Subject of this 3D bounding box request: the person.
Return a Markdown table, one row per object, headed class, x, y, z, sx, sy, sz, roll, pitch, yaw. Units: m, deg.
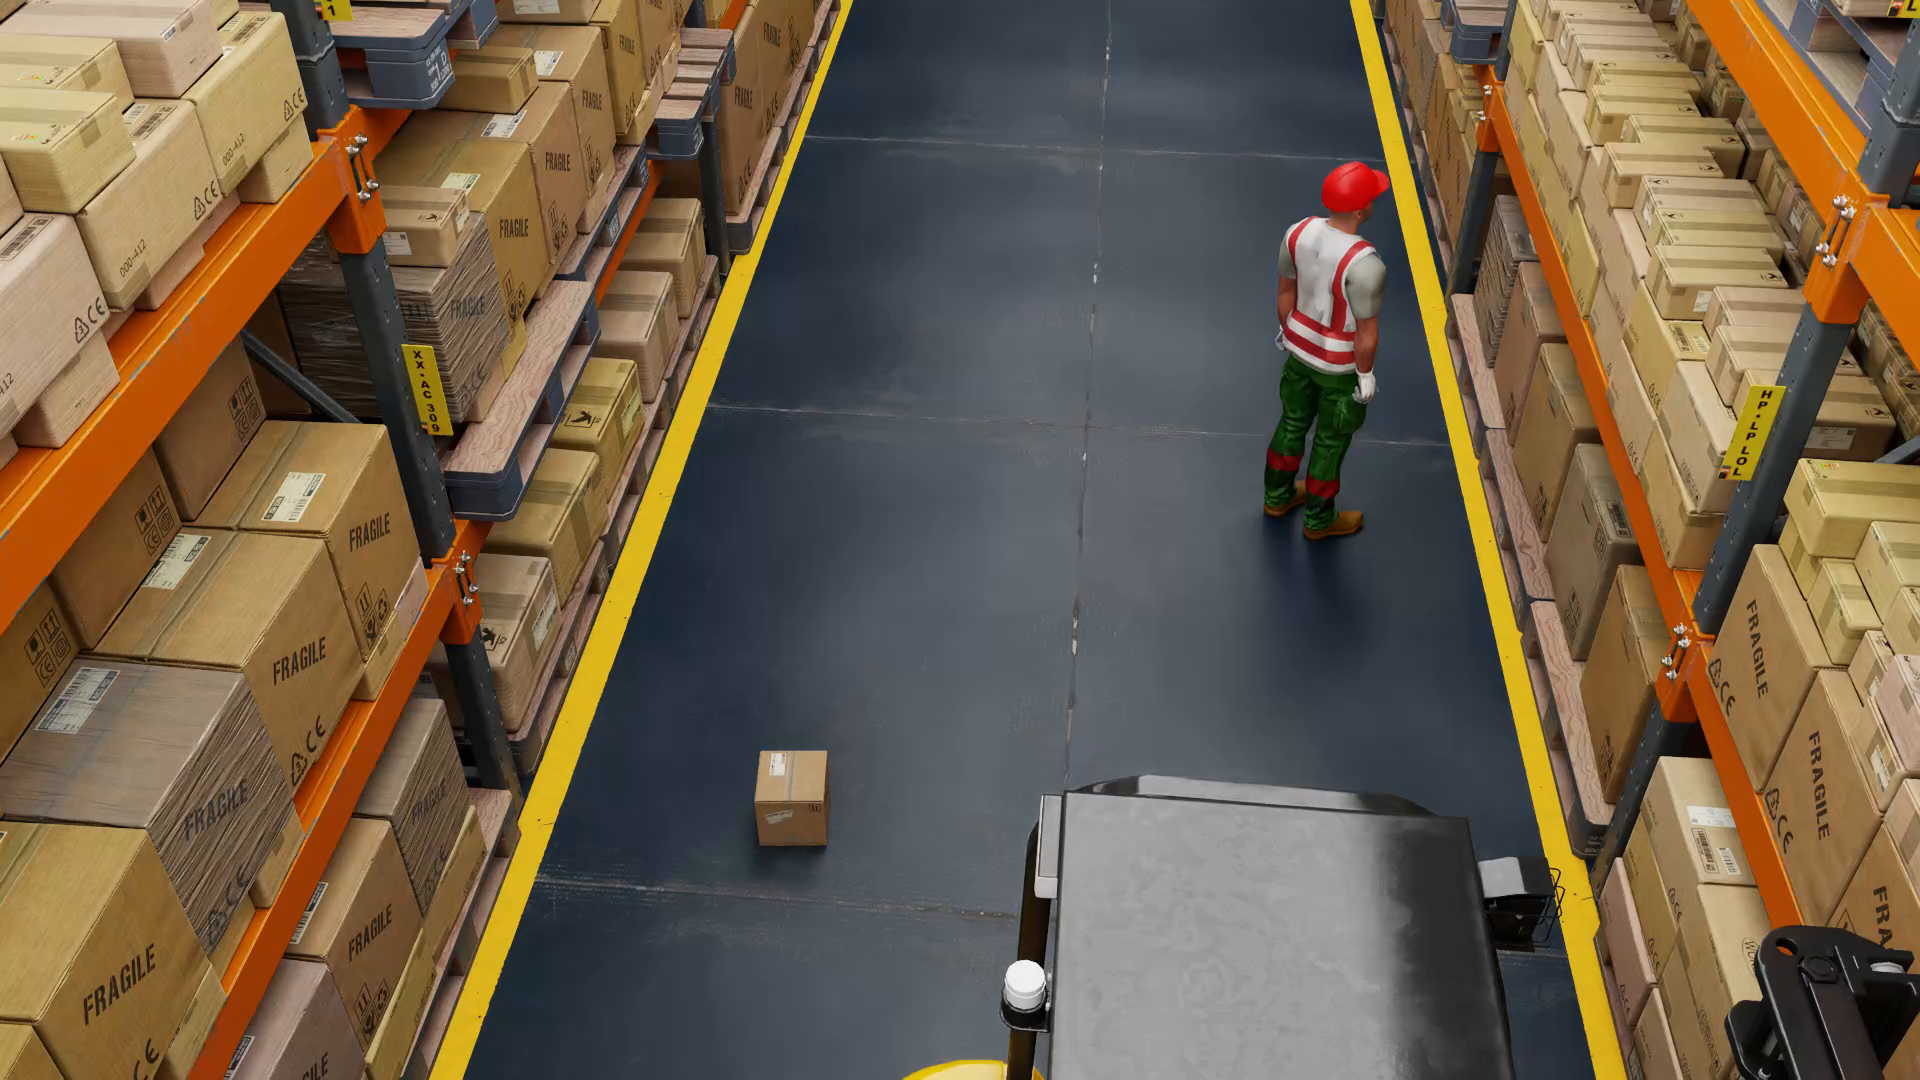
| class | x | y | z | sx | sy | sz | roll | pitch | yaw |
| --- | --- | --- | --- | --- | --- | --- | --- | --- | --- |
| person | 1.582 | -0.800 | 7.097 | 0.373 | 1.795 | 0.544 | -25 | 46 | -27 |
